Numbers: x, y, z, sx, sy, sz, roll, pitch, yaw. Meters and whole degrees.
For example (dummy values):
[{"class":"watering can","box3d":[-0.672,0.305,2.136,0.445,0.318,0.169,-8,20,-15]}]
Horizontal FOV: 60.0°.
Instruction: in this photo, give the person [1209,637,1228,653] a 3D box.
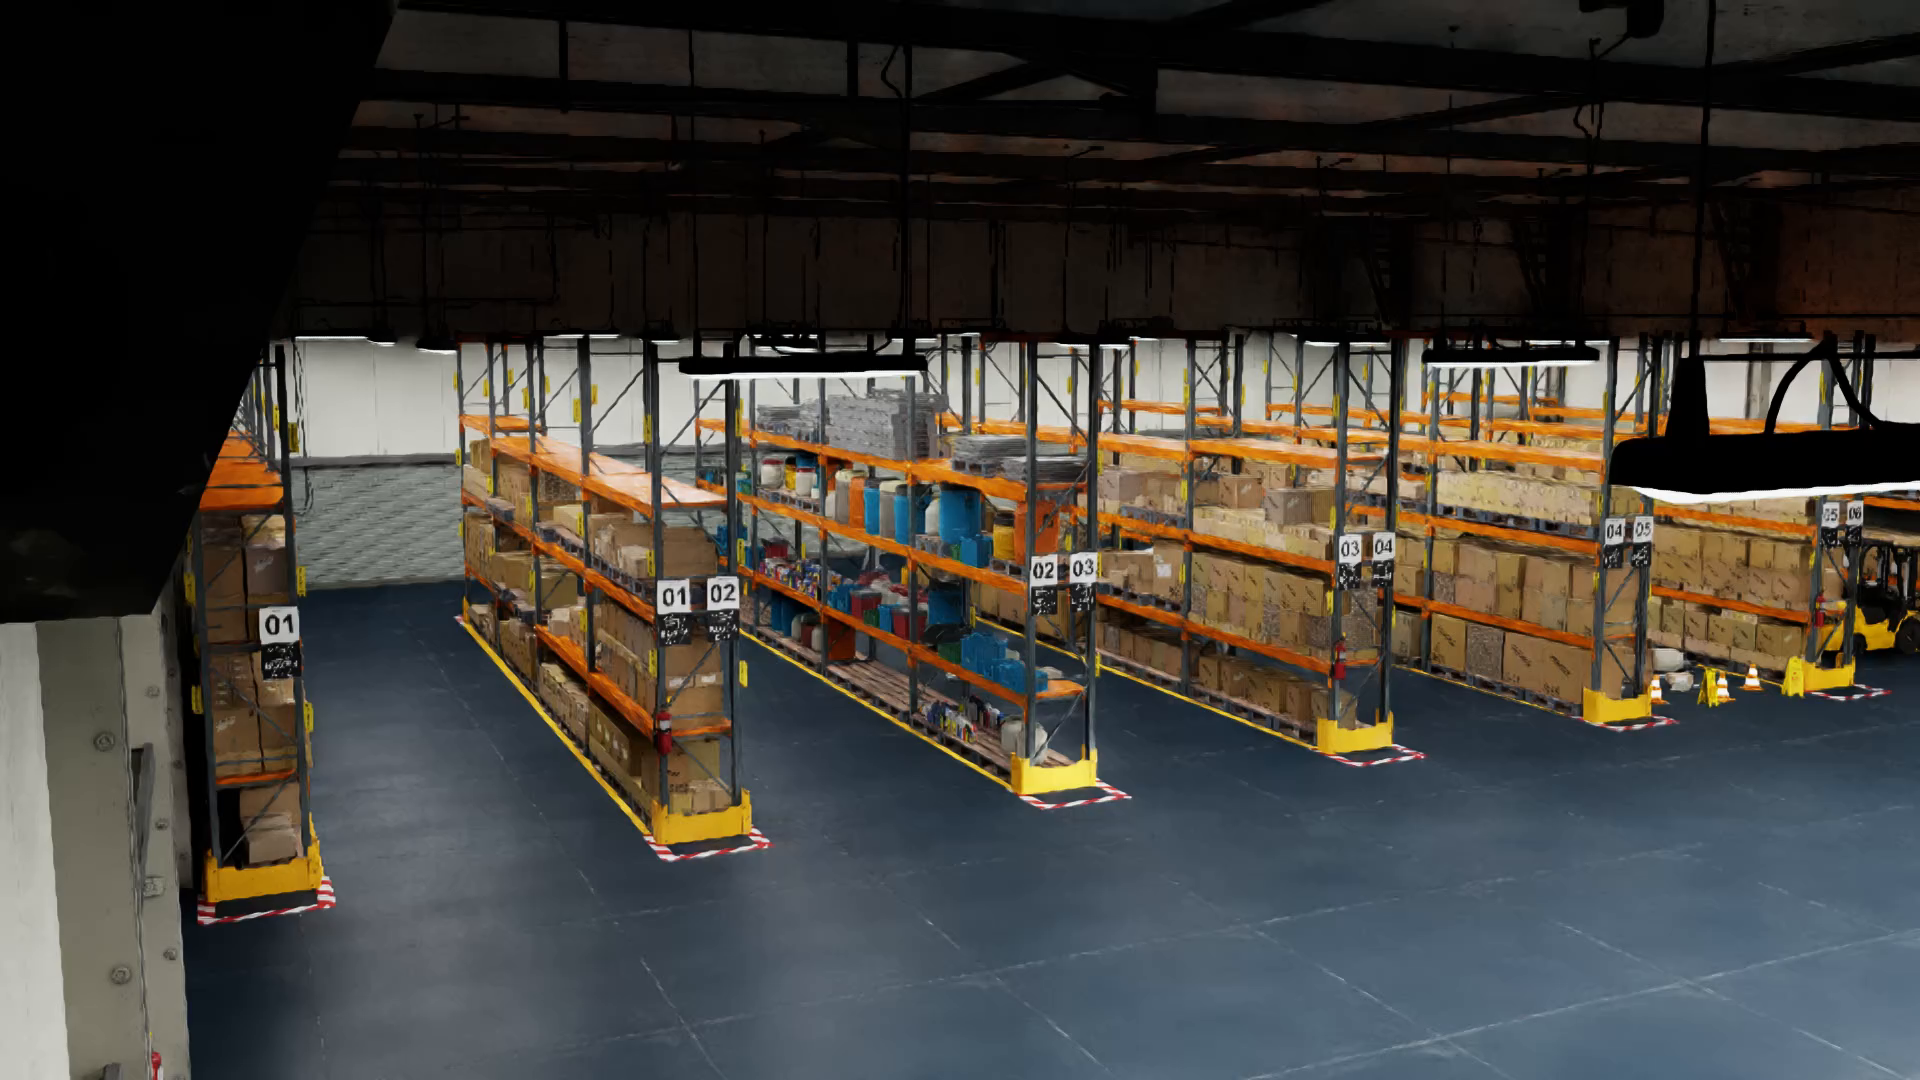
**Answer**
[{"class":"person","box3d":[4.820,1.332,30.546,0.628,1.761,0.447,5,9,34]}]

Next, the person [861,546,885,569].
[{"class":"person","box3d":[-2.183,-0.096,41.637,0.489,1.668,0.675,3,8,22]}]

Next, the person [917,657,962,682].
[{"class":"person","box3d":[-0.455,1.611,28.677,0.684,1.714,0.845,-7,10,-40]}]

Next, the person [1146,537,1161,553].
[{"class":"person","box3d":[4.201,0.697,35.852,0.488,1.590,1.089,-4,9,-26]}]
